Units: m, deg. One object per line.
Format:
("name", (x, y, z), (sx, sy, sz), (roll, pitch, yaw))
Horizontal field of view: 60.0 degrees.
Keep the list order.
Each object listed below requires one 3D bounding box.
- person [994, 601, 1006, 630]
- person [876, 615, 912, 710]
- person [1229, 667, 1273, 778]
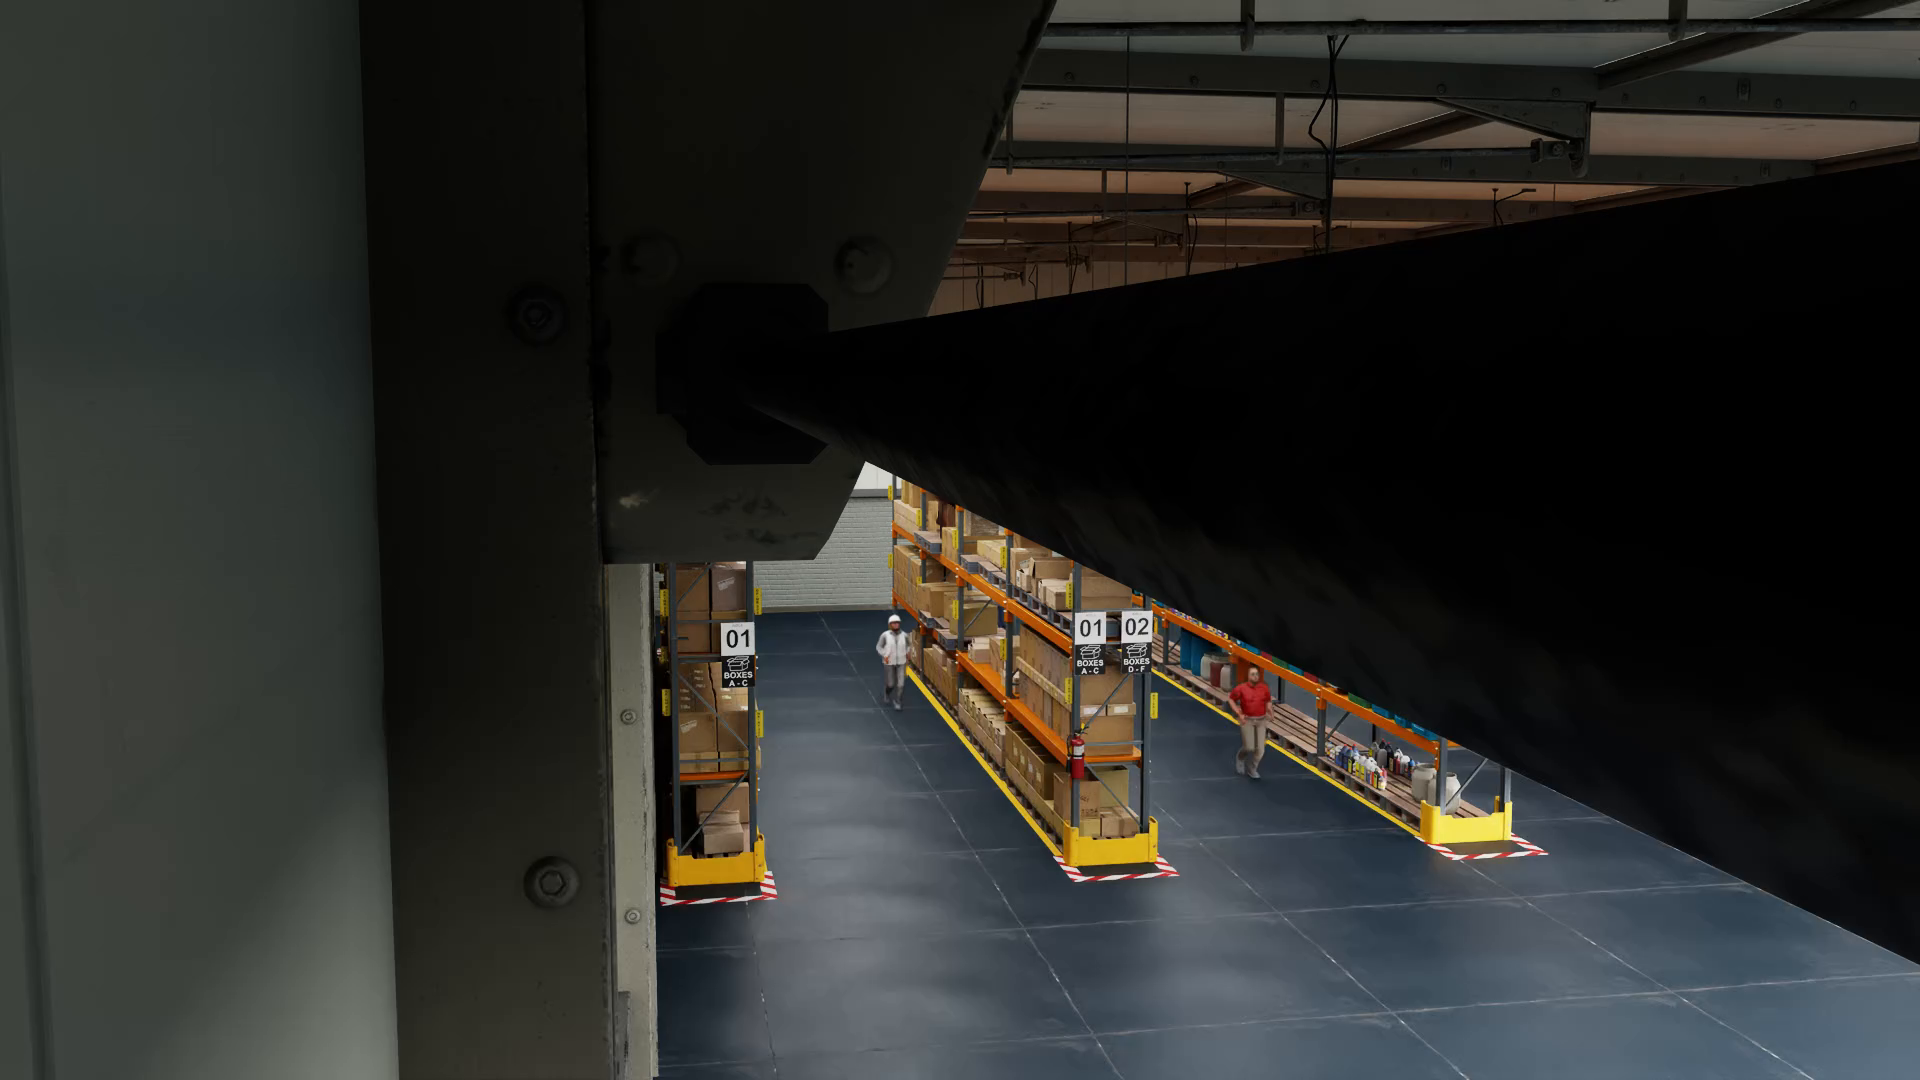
("person", (0.748, 1.569, 36.855), (0.649, 1.577, 0.490), (-5, 8, -36))
("person", (-1.167, 2.219, 30.129), (0.657, 1.722, 0.607), (-2, 6, -14))
("person", (4.446, 2.772, 25.171), (0.656, 1.676, 0.610), (-1, 6, -13))
